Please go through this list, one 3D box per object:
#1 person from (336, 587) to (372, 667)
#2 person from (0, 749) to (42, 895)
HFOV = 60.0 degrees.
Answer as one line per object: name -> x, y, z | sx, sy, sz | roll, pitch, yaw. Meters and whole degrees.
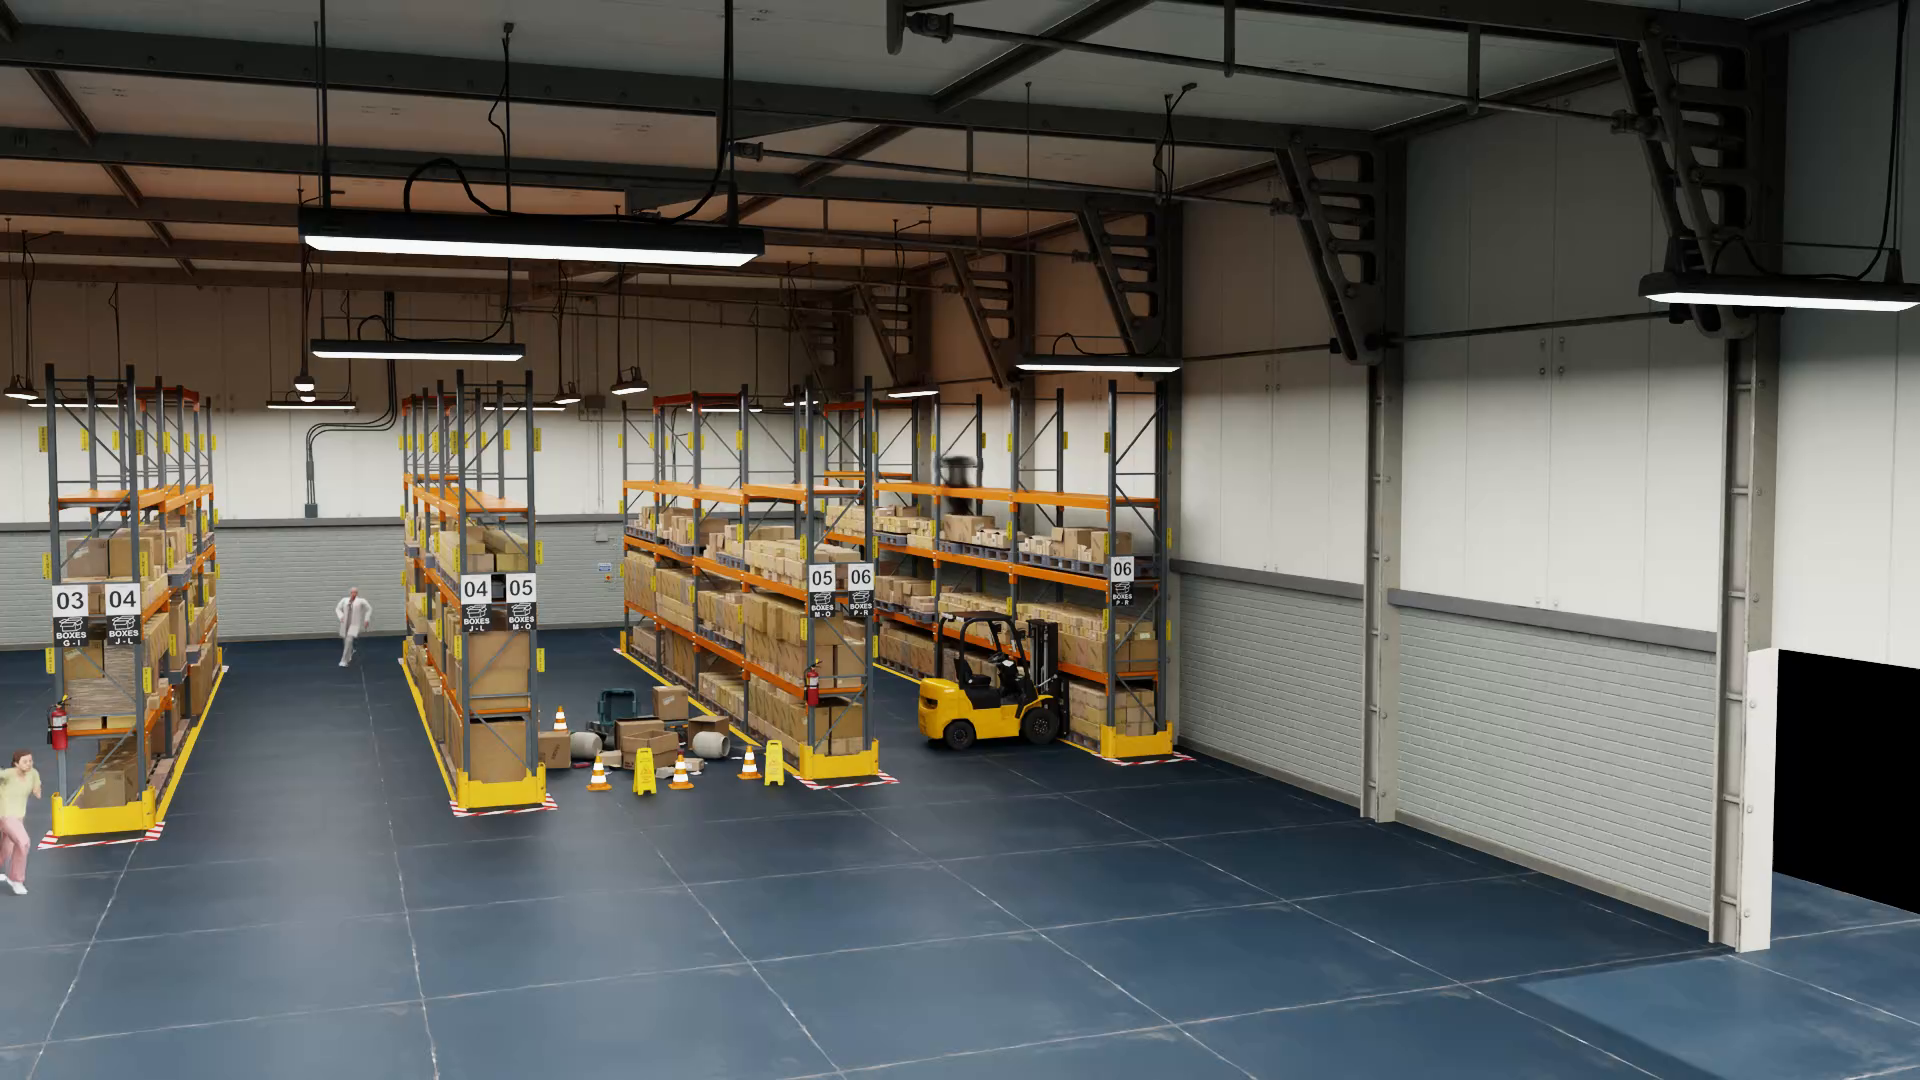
person -> -13.626, 1.981, 37.345 | 0.761, 1.651, 1.010 | 0, 3, 2
person -> -10.637, 3.134, 18.571 | 0.899, 1.650, 0.610 | 1, 4, 22
